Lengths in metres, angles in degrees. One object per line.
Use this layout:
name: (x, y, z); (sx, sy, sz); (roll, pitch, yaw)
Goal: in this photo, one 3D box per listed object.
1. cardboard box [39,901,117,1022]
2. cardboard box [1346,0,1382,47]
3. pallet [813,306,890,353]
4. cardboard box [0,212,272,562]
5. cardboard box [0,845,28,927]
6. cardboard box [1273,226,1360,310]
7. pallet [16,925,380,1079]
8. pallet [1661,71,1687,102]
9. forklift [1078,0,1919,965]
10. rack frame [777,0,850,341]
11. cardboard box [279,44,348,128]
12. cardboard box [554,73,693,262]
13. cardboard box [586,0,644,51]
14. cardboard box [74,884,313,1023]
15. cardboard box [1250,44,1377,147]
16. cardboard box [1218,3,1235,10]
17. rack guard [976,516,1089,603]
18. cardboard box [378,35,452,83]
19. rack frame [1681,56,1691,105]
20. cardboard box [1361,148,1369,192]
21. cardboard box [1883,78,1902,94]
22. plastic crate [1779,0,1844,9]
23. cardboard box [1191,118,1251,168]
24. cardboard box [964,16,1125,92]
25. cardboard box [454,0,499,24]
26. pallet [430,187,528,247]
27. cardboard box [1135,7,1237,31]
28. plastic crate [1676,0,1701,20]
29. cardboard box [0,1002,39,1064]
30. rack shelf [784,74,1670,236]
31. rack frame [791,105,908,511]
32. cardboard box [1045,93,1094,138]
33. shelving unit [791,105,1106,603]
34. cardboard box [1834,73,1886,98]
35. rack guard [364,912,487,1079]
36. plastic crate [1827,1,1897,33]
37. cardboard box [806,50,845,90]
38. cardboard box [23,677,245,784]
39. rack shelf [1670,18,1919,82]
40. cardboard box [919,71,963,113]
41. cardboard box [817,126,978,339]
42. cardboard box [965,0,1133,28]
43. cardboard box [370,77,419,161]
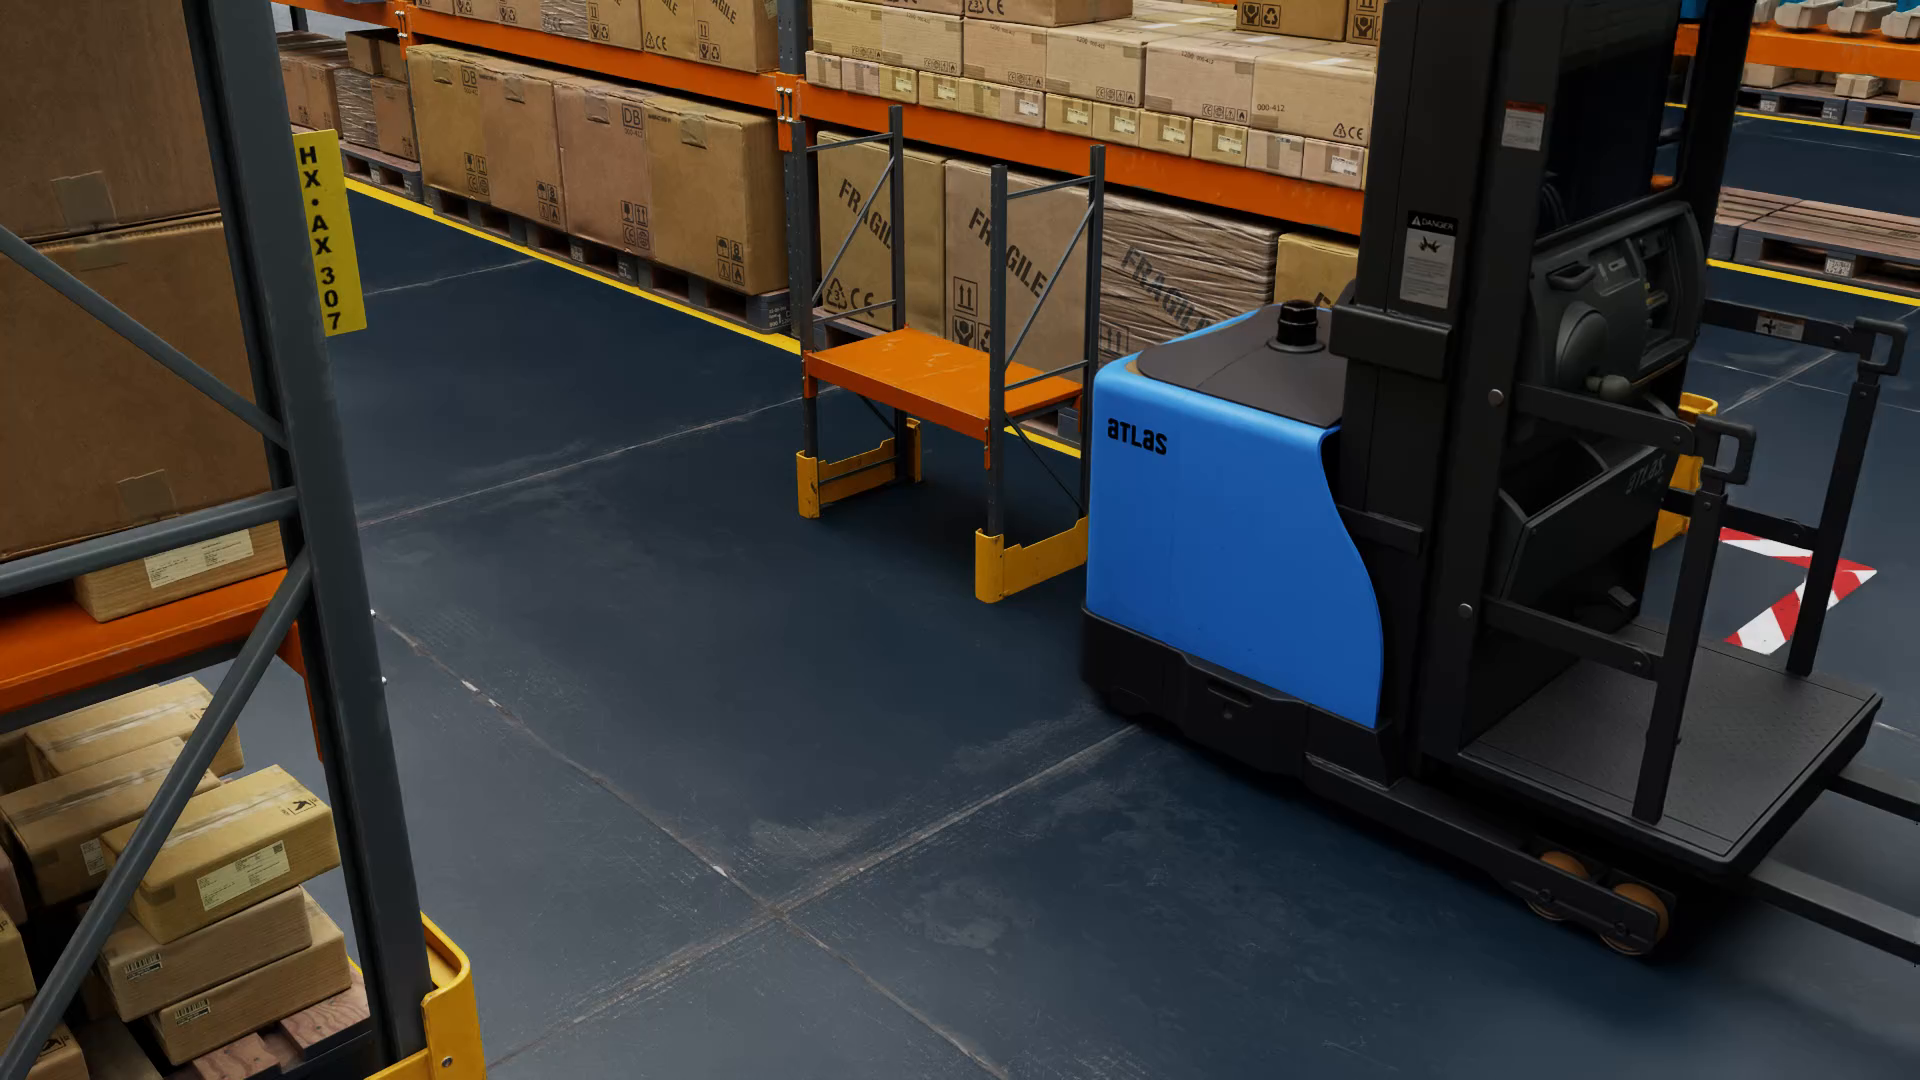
cardboard box: (-1.779, 0.862, 3.674); (0.380, 0.149, 0.250); (-21, 32, -39)
cardboard box: (1.801, -2.096, 6.150); (0.500, 0.500, 0.500); (-22, 33, -40)
pallet: (0.002, -1.005, 8.199); (1.003, 0.211, 1.213); (-21, 32, -38)
cardboard box: (-1.521, -0.333, 2.887); (0.500, 0.500, 0.500); (-19, 31, -36)
cardboard box: (-2.093, 0.716, 3.278); (0.380, 0.149, 0.250); (-20, 32, -37)
cardboard box: (1.778, -0.710, 6.246); (0.875, 0.875, 0.875); (-21, 32, -38)
pallet: (-1.997, 1.052, 3.691); (1.003, 0.211, 1.213); (-21, 32, -38)
pallet: (6.190, -4.302, 15.427); (1.003, 0.211, 1.213); (-21, 32, -38)
forklift: (1.777, -0.571, 3.969); (3.031, 2.935, 1.130); (22, 32, 39)
rack frame: (-0.460, -2.526, 8.174); (1.000, 3.000, 0.127); (-21, 32, -38)
cardboard box: (-4.829, -3.502, 12.793); (0.500, 0.500, 0.700); (20, 32, 37)
cardboard box: (-1.524, -2.209, 9.533); (0.875, 0.875, 1.225); (22, 33, 40)
cardboard box: (-1.675, -2.944, 8.969); (0.500, 0.500, 0.500); (-22, 32, -39)
cardboard box: (-1.587, 0.801, 3.450); (0.380, 0.149, 0.250); (-20, 31, -36)
cardboard box: (1.403, -1.607, 5.981); (0.500, 0.250, 0.500); (-22, 32, -39)
cardboard box: (3.147, -5.733, 18.009); (0.500, 0.250, 0.500); (-22, 32, -39)
rack guard: (0.288, 0.014, 5.918); (0.587, 0.250, 0.087); (-21, 32, -38)
cardboard box: (-3.674, -3.337, 11.528); (0.500, 0.250, 0.500); (-20, 31, -36)
rack frame: (6.773, -5.335, 14.331); (1.000, 3.000, 0.127); (-21, 32, -38)
cardboard box: (1.611, -1.293, 5.773); (0.380, 0.149, 0.250); (-21, 32, -38)
cardboard box: (7.883, -3.993, 14.098); (0.500, 0.311, 0.500); (-21, 32, -38)
plastic crate: (5.061, -3.238, 9.862); (0.416, 0.233, 0.300); (-21, 32, -38)
cardboard box: (1.091, -1.524, 6.278); (0.380, 0.149, 0.250); (-22, 33, -40)
cardboard box: (0.364, -2.069, 6.994); (0.500, 0.250, 0.500); (-20, 31, -37)
cardboard box: (-2.706, -3.404, 9.976); (0.500, 0.500, 0.500); (-22, 33, -40)
pallet: (-2.710, -2.209, 10.838); (1.003, 0.211, 1.213); (-21, 32, -38)
cardboard box: (1.081, -2.069, 6.993); (0.500, 0.250, 0.500); (-22, 32, -39)
plastic crate: (4.298, -3.220, 9.824); (0.416, 0.233, 0.300); (-21, 32, -38)
cardboard box: (-1.985, 0.954, 3.116); (0.380, 0.149, 0.250); (-22, 33, -40)
rack shelf: (0.907, -1.593, 6.995); (1.077, 0.370, 4.000); (-21, 32, -38)
rack frame: (-0.406, -0.862, 6.333); (0.500, 1.500, 0.032); (-21, 32, -38)
cardboard box: (0.566, -1.756, 6.788); (0.380, 0.149, 0.250); (-22, 33, -40)
shelving unit: (-0.052, -0.705, 5.989); (0.587, 1.500, 1.083); (-21, 32, -38)
cardboard box: (7.501, -3.799, 13.846); (0.380, 0.166, 0.250); (-21, 32, -38)
rack guard: (-1.468, 1.176, 3.069); (1.175, 0.500, 0.348); (-21, 32, -38)
plastic crate: (5.012, -2.914, 9.270); (0.396, 0.136, 0.243); (-21, 32, -38)
cardboard box: (-0.501, -2.228, 7.822); (0.380, 0.149, 0.250); (-21, 32, -38)
cardboard box: (-1.881, 0.480, 3.795); (0.380, 0.149, 0.250); (-21, 32, -39)
rack shelf: (4.522, -2.998, 10.075); (1.077, 0.370, 4.000); (-21, 32, -38)
cardboard box: (0.040, -1.990, 7.300); (0.380, 0.149, 0.250); (-22, 33, -40)
cardboard box: (-0.068, -1.528, 8.039); (0.875, 0.875, 0.875); (-21, 32, -38)
cardboard box: (0.370, -2.409, 6.836); (0.500, 0.500, 0.500); (-22, 33, -40)
cardboard box: (-3.667, -2.998, 11.690); (0.500, 0.500, 0.700); (22, 32, 39)
